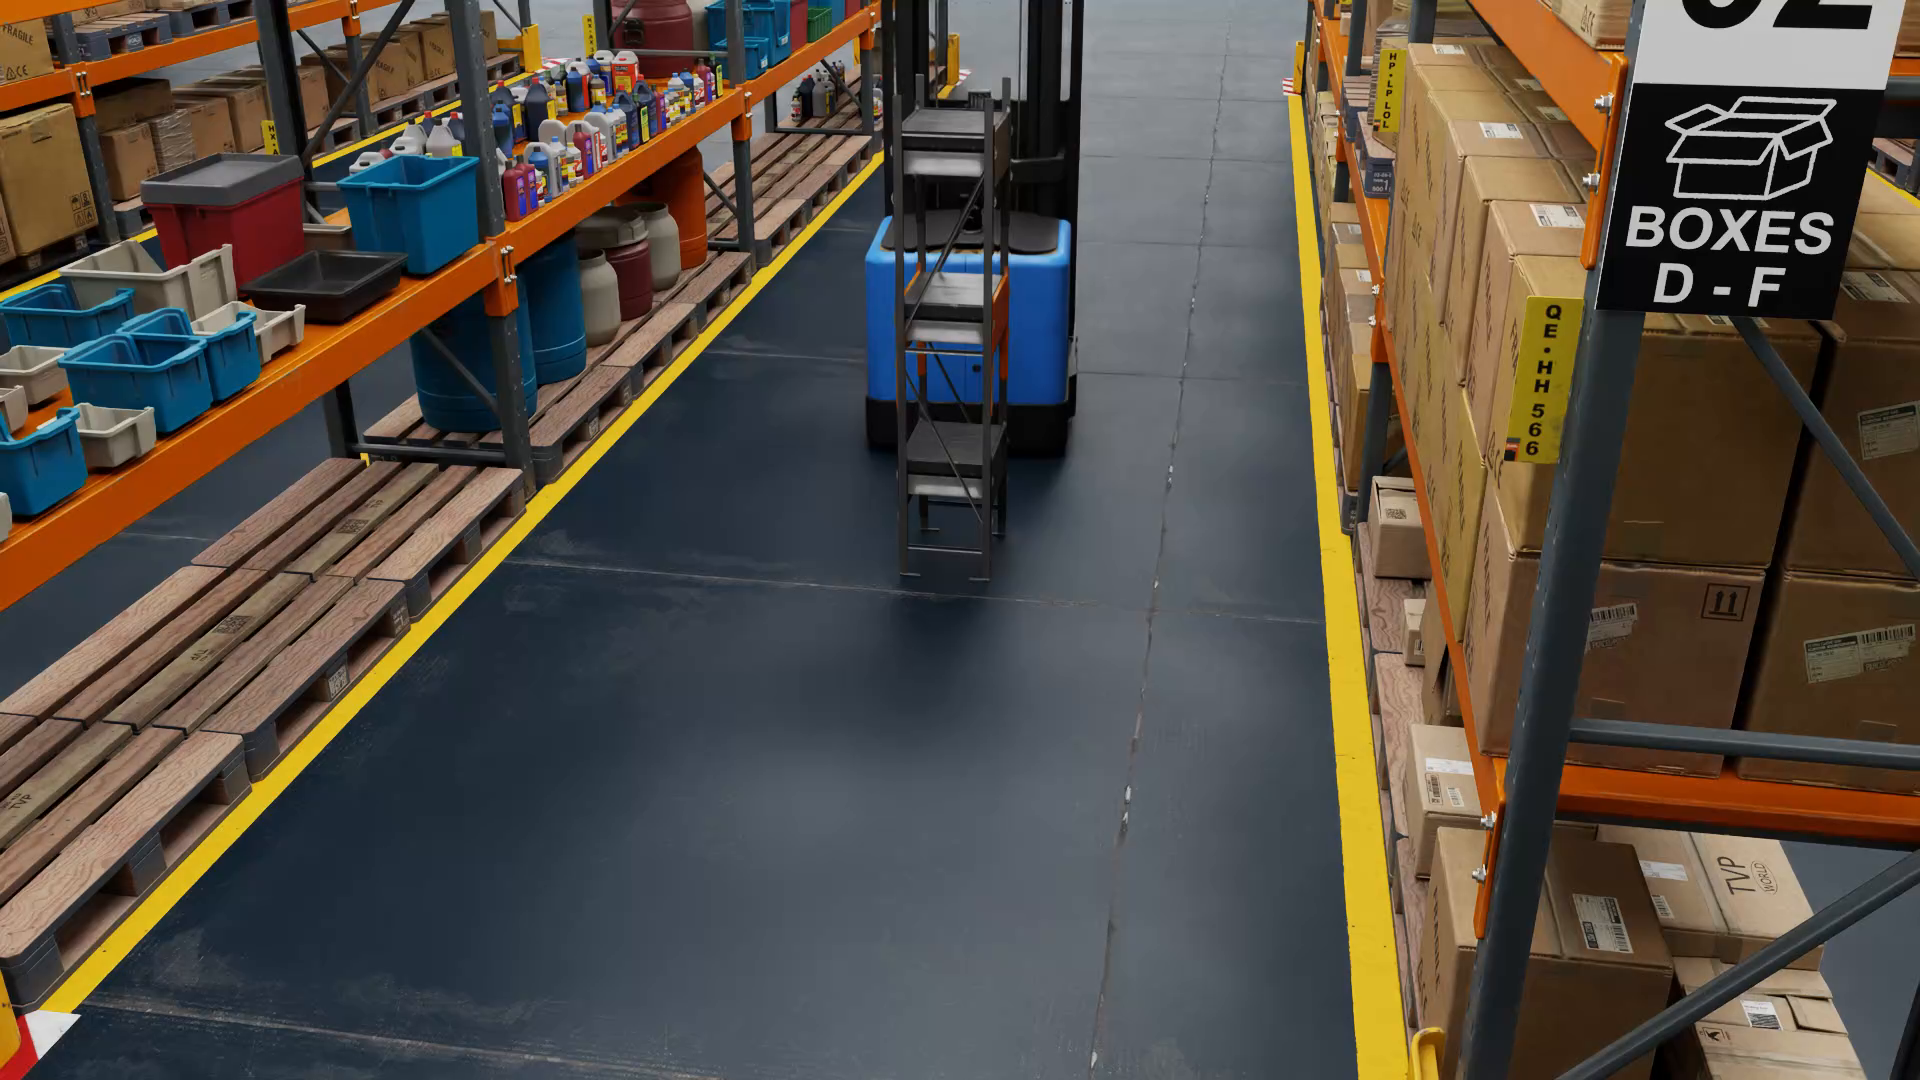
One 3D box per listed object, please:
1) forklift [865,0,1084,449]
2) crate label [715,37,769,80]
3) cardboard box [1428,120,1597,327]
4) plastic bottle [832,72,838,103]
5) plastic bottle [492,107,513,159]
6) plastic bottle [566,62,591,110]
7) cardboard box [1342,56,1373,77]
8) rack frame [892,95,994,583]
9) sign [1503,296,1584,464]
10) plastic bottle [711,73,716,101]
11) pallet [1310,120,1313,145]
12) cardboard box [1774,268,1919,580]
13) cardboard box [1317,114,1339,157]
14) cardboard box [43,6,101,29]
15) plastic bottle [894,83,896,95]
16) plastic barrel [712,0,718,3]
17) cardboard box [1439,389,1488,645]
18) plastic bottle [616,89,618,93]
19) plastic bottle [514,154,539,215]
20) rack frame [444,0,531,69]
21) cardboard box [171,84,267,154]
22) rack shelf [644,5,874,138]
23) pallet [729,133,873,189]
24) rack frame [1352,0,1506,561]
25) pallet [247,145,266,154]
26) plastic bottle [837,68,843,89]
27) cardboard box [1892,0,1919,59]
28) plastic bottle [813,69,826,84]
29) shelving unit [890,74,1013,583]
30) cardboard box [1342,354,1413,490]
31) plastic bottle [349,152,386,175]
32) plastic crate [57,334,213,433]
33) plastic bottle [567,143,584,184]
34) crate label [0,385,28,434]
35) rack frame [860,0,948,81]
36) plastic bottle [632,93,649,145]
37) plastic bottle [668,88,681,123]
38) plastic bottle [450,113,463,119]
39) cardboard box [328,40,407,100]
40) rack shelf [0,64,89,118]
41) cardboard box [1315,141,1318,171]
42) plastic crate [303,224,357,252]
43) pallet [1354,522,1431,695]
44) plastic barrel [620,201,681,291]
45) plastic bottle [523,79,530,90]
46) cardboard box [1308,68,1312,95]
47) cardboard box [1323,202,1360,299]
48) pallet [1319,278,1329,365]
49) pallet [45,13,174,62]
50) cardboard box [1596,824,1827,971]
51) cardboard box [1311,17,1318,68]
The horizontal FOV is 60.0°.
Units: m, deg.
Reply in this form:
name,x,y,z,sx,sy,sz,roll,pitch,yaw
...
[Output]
name,x,y,z,sx,sy,sz,roll,pitch,yaw
forklift,0.139,-2.386,9.390,1.130,2.935,3.031,2,25,4
crate label,-1.508,-3.346,11.558,0.303,0.233,0.416,4,25,9
cardboard box,1.680,-0.928,4.896,0.500,0.500,0.500,5,26,10
plastic bottle,-1.252,-4.479,16.466,0.061,0.283,0.133,4,25,9
plastic bottle,-2.527,-2.244,9.157,0.097,0.271,0.097,0,25,0
plastic bottle,-2.412,-2.863,10.476,0.152,0.276,0.135,4,25,9
cardboard box,2.814,-3.209,11.363,0.380,0.149,0.250,4,25,9
rack frame,-0.067,-0.780,6.939,0.400,2.100,0.015,4,25,9
sign,1.088,-0.295,3.104,0.100,0.325,0.005,4,25,9
plastic bottle,-1.629,-2.936,10.719,0.097,0.201,0.097,0,25,0
pallet,3.765,-3.667,15.335,1.003,0.211,1.213,4,25,9
cardboard box,1.965,-0.247,3.441,0.500,0.500,0.500,5,26,10
cardboard box,3.110,-3.218,13.172,0.500,0.311,0.500,3,25,7
cardboard box,-6.784,-4.079,12.313,0.500,0.500,0.500,1,25,2
plastic bottle,-0.652,-4.368,16.228,0.061,0.283,0.133,5,26,11
plastic barrel,-1.920,-3.944,12.505,0.421,0.512,0.421,0,25,0
cardboard box,1.518,-0.050,4.200,0.500,0.500,0.500,4,25,9
plastic bottle,-1.951,-2.475,9.637,0.061,0.283,0.133,4,25,9
plastic bottle,-2.098,-1.726,8.036,0.061,0.283,0.133,4,25,9
rack frame,-5.525,-6.961,19.083,1.000,3.000,0.127,4,25,9
cardboard box,-6.488,-3.667,14.477,0.700,0.500,0.500,2,25,4
rack shelf,-1.620,-3.782,13.141,1.077,0.370,4.000,4,25,9
pallet,-1.383,-3.351,14.659,1.003,0.211,1.213,4,25,9
rack frame,2.286,-1.254,6.891,1.000,3.000,0.127,4,25,9
pallet,-6.502,-3.187,14.311,1.003,0.211,1.213,4,25,9
plastic bottle,-1.260,-4.770,17.183,0.097,0.201,0.097,0,25,0
cardboard box,1.967,-1.069,3.134,0.500,0.250,0.500,4,25,9
plastic bottle,-1.388,-4.449,16.322,0.144,0.351,0.185,4,25,8
shelving unit,-0.027,-0.882,7.157,0.431,2.100,0.503,4,25,9
cardboard box,2.084,-0.547,7.811,0.500,0.500,0.500,4,25,8
plastic bottle,-2.855,-1.730,8.054,0.152,0.276,0.135,4,25,9
plastic crate,-2.674,-0.508,5.424,0.416,0.233,0.300,4,25,9
plastic bottle,-2.011,-1.957,8.627,0.097,0.201,0.097,0,25,0
crate label,-3.216,-0.426,5.361,0.396,0.136,0.243,4,25,9
rack frame,-0.639,-6.618,18.350,1.000,3.000,0.127,4,25,9
plastic bottle,-1.830,-2.409,9.496,0.061,0.283,0.133,4,25,9
plastic bottle,-1.746,-2.636,10.078,0.097,0.201,0.097,0,25,0
plastic bottle,-2.691,-2.150,8.951,0.152,0.276,0.135,4,25,9
cardboard box,-5.988,-4.751,16.814,0.500,0.500,0.500,13,28,25
rack shelf,-7.160,-2.453,10.300,1.077,0.370,4.000,4,25,9
cardboard box,3.198,-3.180,13.753,0.500,0.250,0.500,5,25,10
plastic crate,-2.817,-1.322,7.276,0.396,0.136,0.243,4,25,9
pallet,2.173,0.296,6.869,1.003,0.211,1.213,4,25,9
plastic barrel,-2.014,-1.887,10.682,0.421,0.512,0.421,0,25,0
plastic bottle,-2.570,-2.580,9.862,0.061,0.283,0.133,4,25,9
cardboard box,3.780,-4.590,16.767,0.500,0.250,0.500,4,25,9
cardboard box,2.583,-1.824,10.537,0.500,0.500,0.500,5,26,11
pallet,2.780,-1.354,10.395,1.003,0.211,1.213,4,25,9
pallet,-6.821,-3.833,12.628,1.213,0.211,1.003,4,25,9
cardboard box,2.083,1.048,4.697,0.500,0.250,0.500,4,25,9
cardboard box,3.791,-4.929,16.606,0.500,0.500,0.500,4,25,9
